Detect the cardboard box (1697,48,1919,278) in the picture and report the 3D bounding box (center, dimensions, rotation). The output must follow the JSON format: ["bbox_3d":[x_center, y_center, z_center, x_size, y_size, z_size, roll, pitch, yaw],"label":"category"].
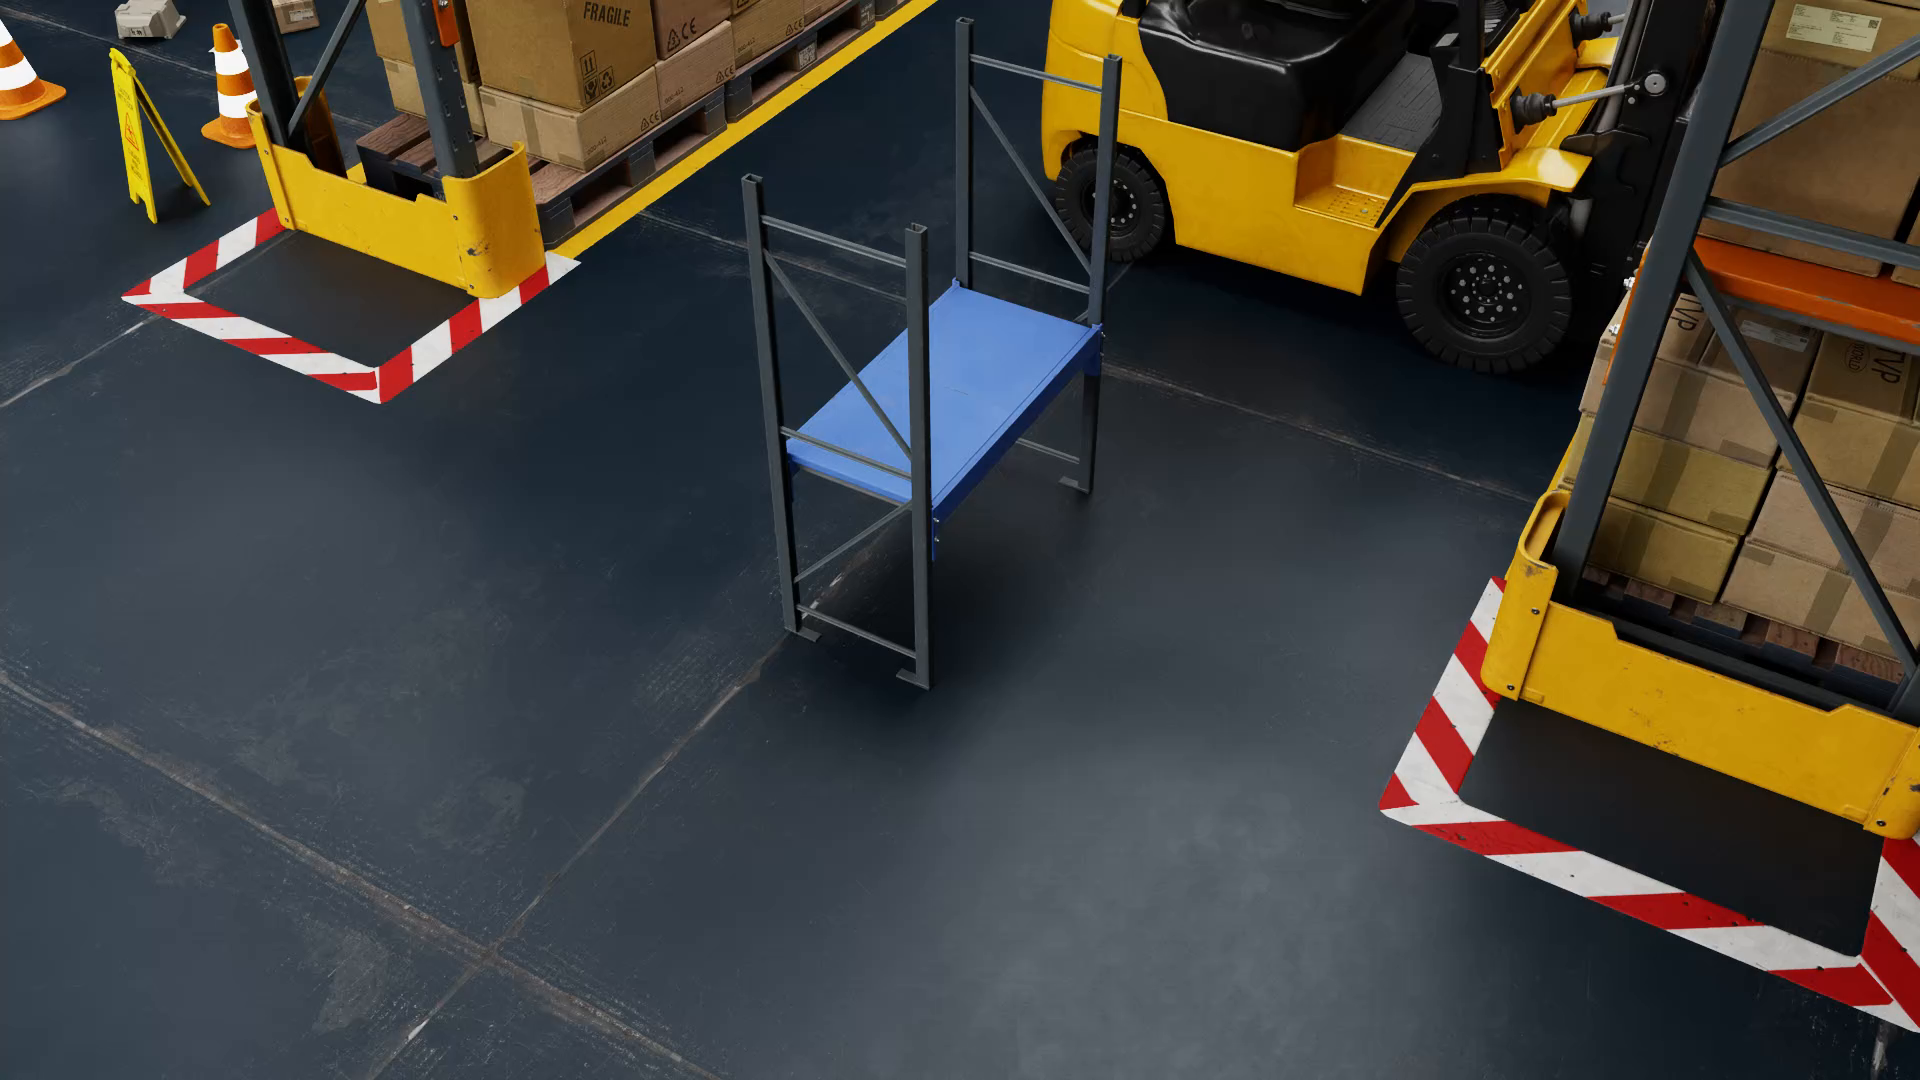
[{"bbox_3d":[2.101,-1.035,4.080,0.500,0.500,0.500,20,45,21],"label":"cardboard box"}]

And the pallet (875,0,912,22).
[{"bbox_3d":[-0.521,-3.115,8.628,1.003,0.211,1.213,21,45,22],"label":"pallet"}]

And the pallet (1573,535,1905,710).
[{"bbox_3d":[2.429,-0.034,5.129,1.003,0.211,1.213,21,45,22],"label":"pallet"}]

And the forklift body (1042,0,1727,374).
[{"bbox_3d":[1.452,-1.999,5.893,2.313,2.155,1.214,21,45,22],"label":"forklift body"}]

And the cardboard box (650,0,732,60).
[{"bbox_3d":[-1.305,-2.360,6.856,0.500,0.500,0.500,19,45,21],"label":"cardboard box"}]

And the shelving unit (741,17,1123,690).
[{"bbox_3d":[-0.043,-0.514,4.699,0.538,1.500,1.048,21,45,22],"label":"shelving unit"}]

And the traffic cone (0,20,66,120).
[{"bbox_3d":[-4.250,-2.162,7.355,0.336,0.463,0.334,21,45,22],"label":"traffic cone"}]

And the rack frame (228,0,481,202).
[{"bbox_3d":[-2.217,-2.269,5.557,1.000,3.000,0.127,21,45,22],"label":"rack frame"}]

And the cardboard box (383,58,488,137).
[{"bbox_3d":[-2.034,-1.960,6.969,0.500,0.250,0.500,21,45,22],"label":"cardboard box"}]

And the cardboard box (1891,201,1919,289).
[{"bbox_3d":[2.571,-0.858,3.880,0.500,0.500,0.500,22,46,23],"label":"cardboard box"}]

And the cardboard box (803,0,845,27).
[{"bbox_3d":[-0.795,-2.659,7.762,0.500,0.250,0.500,22,46,23],"label":"cardboard box"}]

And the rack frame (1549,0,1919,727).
[{"bbox_3d":[2.082,-0.629,3.695,1.000,3.000,0.127,21,45,22],"label":"rack frame"}]

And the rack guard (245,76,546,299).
[{"bbox_3d":[-2.179,-1.374,6.432,1.175,0.500,0.348,21,45,22],"label":"rack guard"}]

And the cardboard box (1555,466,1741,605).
[{"bbox_3d":[2.044,-0.128,4.889,0.500,0.250,0.500,21,46,22],"label":"cardboard box"}]

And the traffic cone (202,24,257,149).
[{"bbox_3d":[-3.119,-1.989,7.159,0.336,0.463,0.334,21,45,22],"label":"traffic cone"}]

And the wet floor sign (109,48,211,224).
[{"bbox_3d":[-3.239,-1.630,6.613,0.232,0.644,0.267,-29,49,-29],"label":"wet floor sign"}]

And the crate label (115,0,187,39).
[{"bbox_3d":[-3.910,-2.510,7.997,0.250,0.136,0.298,0,41,0],"label":"crate label"}]

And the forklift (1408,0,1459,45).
[{"bbox_3d":[2.011,-3.663,7.192,1.130,2.935,3.031,20,45,22],"label":"forklift"}]

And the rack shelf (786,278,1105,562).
[{"bbox_3d":[-0.043,-0.379,4.818,0.538,0.185,1.000,21,45,22],"label":"rack shelf"}]

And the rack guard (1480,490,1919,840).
[{"bbox_3d":[2.070,0.322,4.506,1.175,0.500,0.348,21,45,22],"label":"rack guard"}]

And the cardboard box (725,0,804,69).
[{"bbox_3d":[-1.050,-2.371,7.435,0.500,0.250,0.500,24,47,25],"label":"cardboard box"}]

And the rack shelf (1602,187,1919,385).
[{"bbox_3d":[3.083,-1.504,5.232,1.077,0.370,4.000,21,45,22],"label":"rack shelf"}]

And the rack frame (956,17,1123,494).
[{"bbox_3d":[0.212,-0.805,5.029,0.500,1.500,0.032,21,45,22],"label":"rack frame"}]

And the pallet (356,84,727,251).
[{"bbox_3d":[-1.742,-1.719,7.042,1.003,0.211,1.213,21,45,22],"label":"pallet"}]

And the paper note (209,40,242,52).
[{"bbox_3d":[-3.468,-2.354,7.900,0.148,0.019,0.142,7,42,8],"label":"paper note"}]

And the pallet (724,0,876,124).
[{"bbox_3d":[-1.131,-2.414,7.832,1.003,0.211,1.213,21,45,22],"label":"pallet"}]

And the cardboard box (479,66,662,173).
[{"bbox_3d":[-1.574,-1.765,6.747,0.500,0.250,0.500,21,45,22],"label":"cardboard box"}]

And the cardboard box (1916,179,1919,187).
[{"bbox_3d":[2.812,-1.164,4.226,0.500,0.500,0.500,22,46,23],"label":"cardboard box"}]

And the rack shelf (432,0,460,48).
[{"bbox_3d":[-1.216,-3.143,7.094,1.077,0.370,4.000,21,45,22],"label":"rack shelf"}]

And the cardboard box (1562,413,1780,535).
[{"bbox_3d":[2.055,-0.325,4.733,0.500,0.250,0.500,20,45,22],"label":"cardboard box"}]

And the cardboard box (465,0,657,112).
[{"bbox_3d":[-1.563,-2.060,6.515,0.500,0.500,0.500,19,45,21],"label":"cardboard box"}]

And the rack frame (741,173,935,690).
[{"bbox_3d":[-0.297,-0.223,4.369,0.500,1.500,0.032,21,45,22],"label":"rack frame"}]

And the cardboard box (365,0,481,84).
[{"bbox_3d":[-2.042,-2.221,6.697,0.500,0.500,0.500,21,46,22],"label":"cardboard box"}]

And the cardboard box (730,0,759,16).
[{"bbox_3d":[-1.047,-2.645,7.179,0.500,0.500,0.500,22,46,23],"label":"cardboard box"}]

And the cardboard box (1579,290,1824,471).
[{"bbox_3d":[2.043,-0.497,4.551,0.500,0.250,0.500,22,46,23],"label":"cardboard box"}]

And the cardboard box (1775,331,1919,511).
[{"bbox_3d":[2.487,-0.343,4.376,0.500,0.250,0.500,20,45,21],"label":"cardboard box"}]

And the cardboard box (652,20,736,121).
[{"bbox_3d":[-1.312,-2.054,7.076,0.500,0.250,0.500,23,46,24],"label":"cardboard box"}]

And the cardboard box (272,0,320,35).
[{"bbox_3d":[-3.311,-2.617,8.109,0.250,0.149,0.380,-21,45,-22],"label":"cardboard box"}]

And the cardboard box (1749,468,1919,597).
[{"bbox_3d":[2.497,-0.143,4.527,0.500,0.250,0.500,22,46,23],"label":"cardboard box"}]

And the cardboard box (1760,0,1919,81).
[{"bbox_3d":[2.013,-1.201,3.778,0.380,0.149,0.250,22,46,23],"label":"cardboard box"}]

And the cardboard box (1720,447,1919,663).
[{"bbox_3d":[2.497,0.029,4.711,0.500,0.250,0.500,21,46,22],"label":"cardboard box"}]

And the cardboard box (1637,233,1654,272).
[{"bbox_3d":[2.293,-0.791,4.885,0.500,0.250,0.500,22,46,23],"label":"cardboard box"}]
